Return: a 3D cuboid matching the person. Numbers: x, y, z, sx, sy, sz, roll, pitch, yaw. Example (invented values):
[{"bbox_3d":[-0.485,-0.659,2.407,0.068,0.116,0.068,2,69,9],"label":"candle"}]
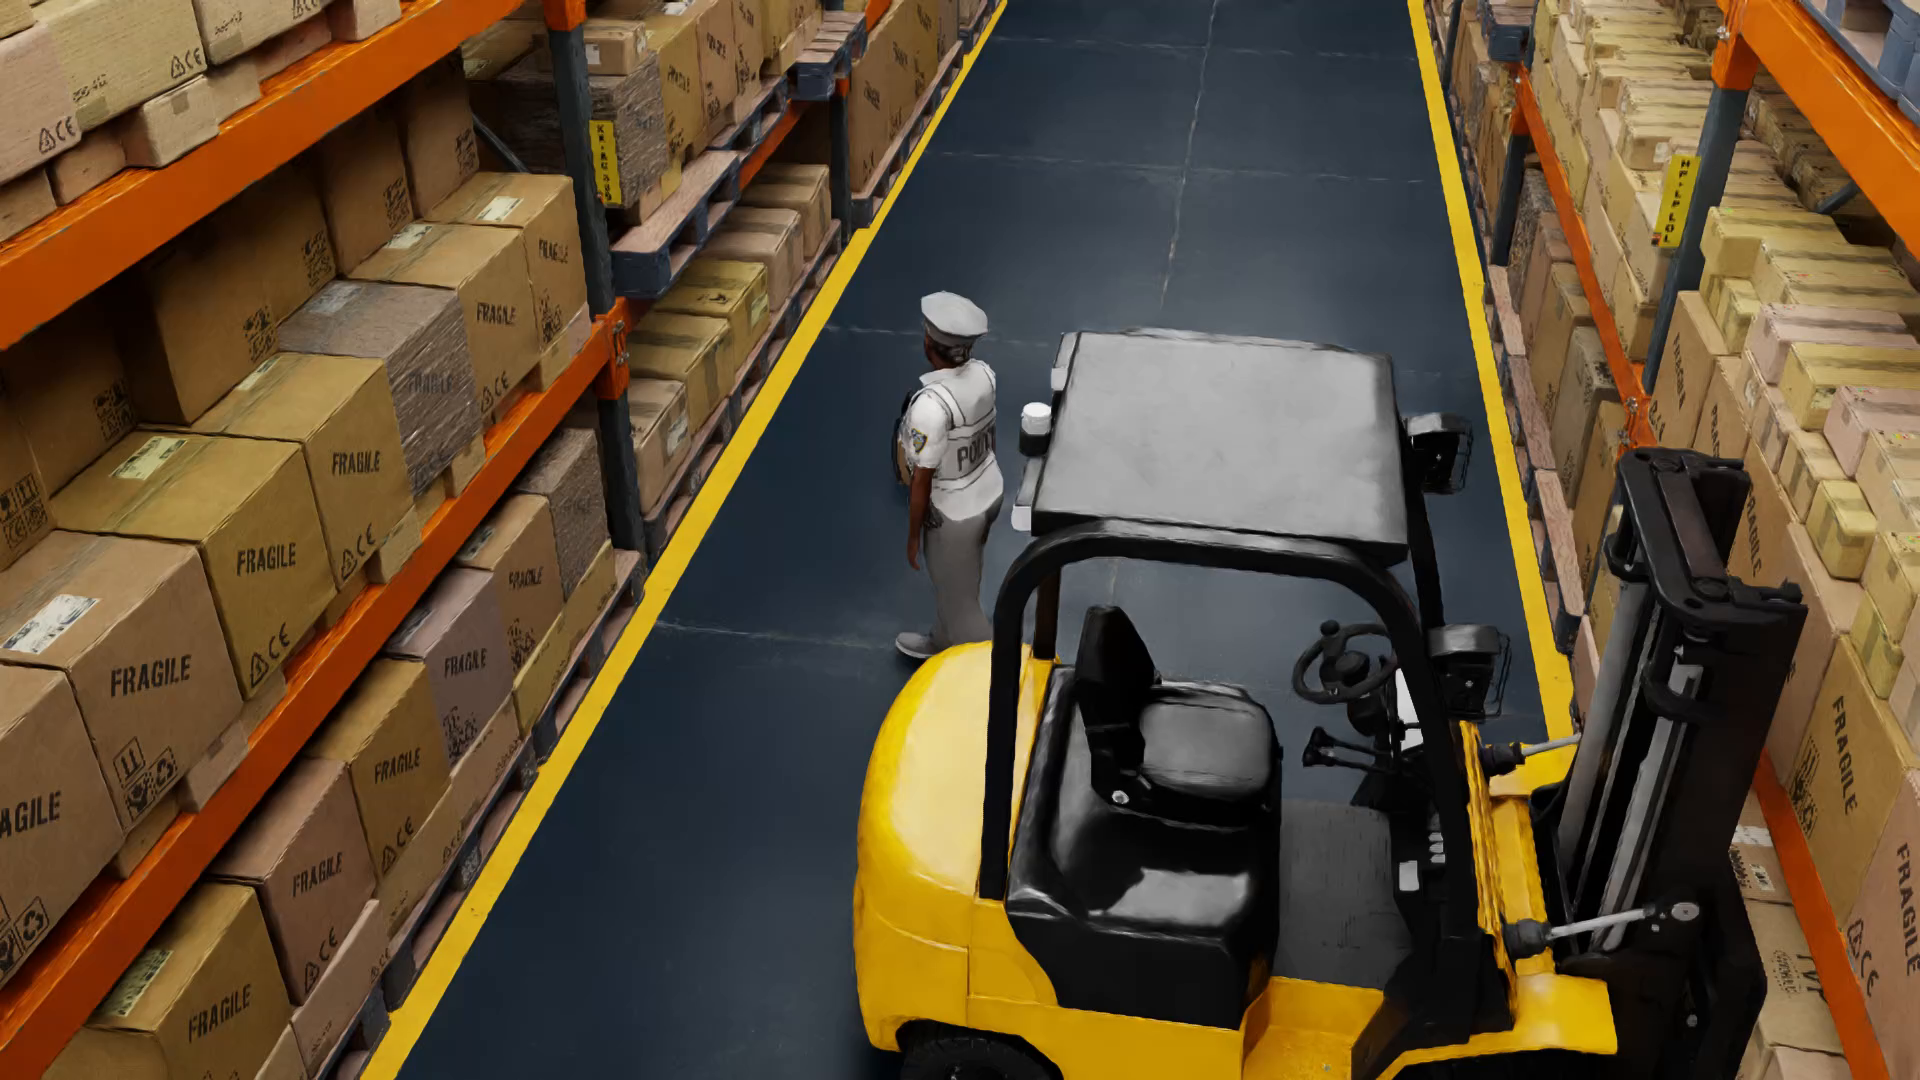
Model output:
[{"bbox_3d":[-0.055,-0.136,6.309,0.559,1.656,0.580,14,35,21],"label":"person"}]
